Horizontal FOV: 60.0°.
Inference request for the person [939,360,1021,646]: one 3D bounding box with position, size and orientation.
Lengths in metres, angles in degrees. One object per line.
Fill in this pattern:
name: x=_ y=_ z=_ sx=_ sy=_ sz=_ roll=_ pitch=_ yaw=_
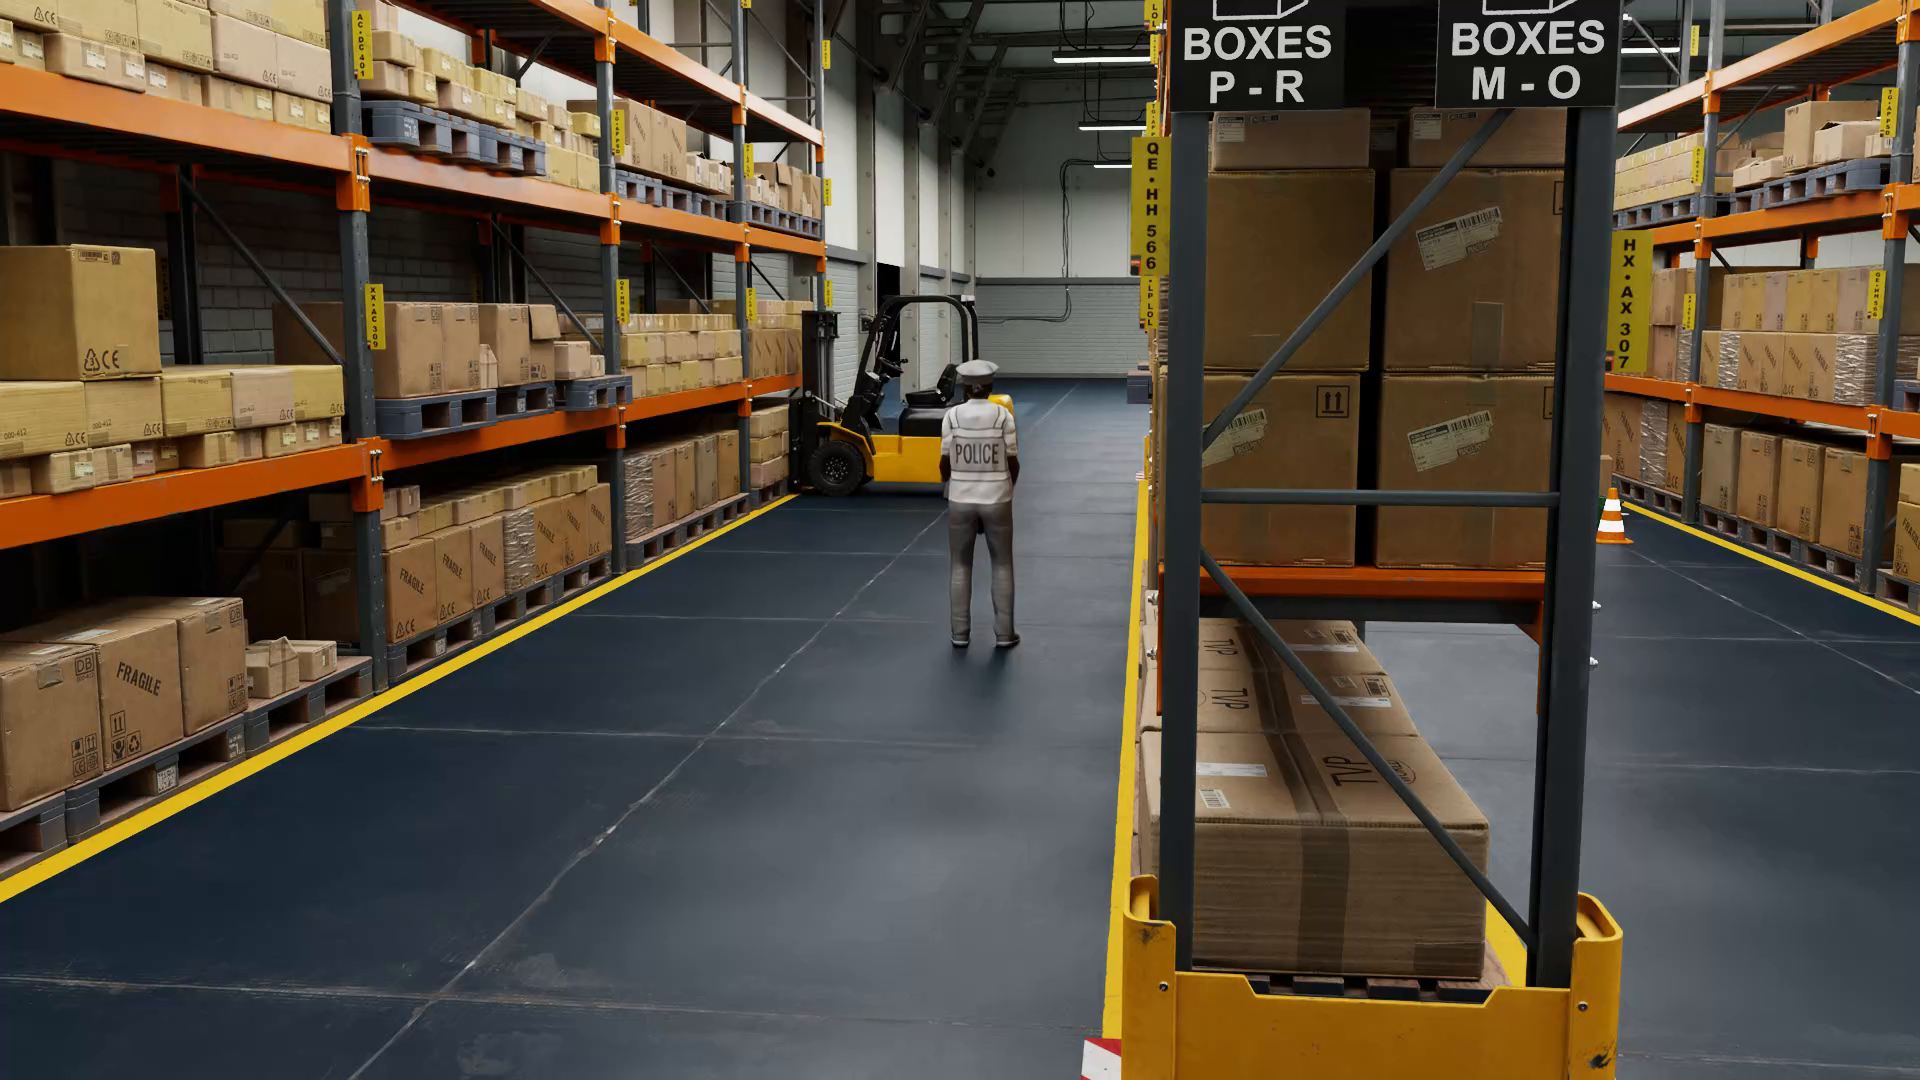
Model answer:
person: x=0.119 y=-0.215 z=9.802 sx=0.481 sy=1.682 sz=0.415 roll=1 pitch=8 yaw=5
